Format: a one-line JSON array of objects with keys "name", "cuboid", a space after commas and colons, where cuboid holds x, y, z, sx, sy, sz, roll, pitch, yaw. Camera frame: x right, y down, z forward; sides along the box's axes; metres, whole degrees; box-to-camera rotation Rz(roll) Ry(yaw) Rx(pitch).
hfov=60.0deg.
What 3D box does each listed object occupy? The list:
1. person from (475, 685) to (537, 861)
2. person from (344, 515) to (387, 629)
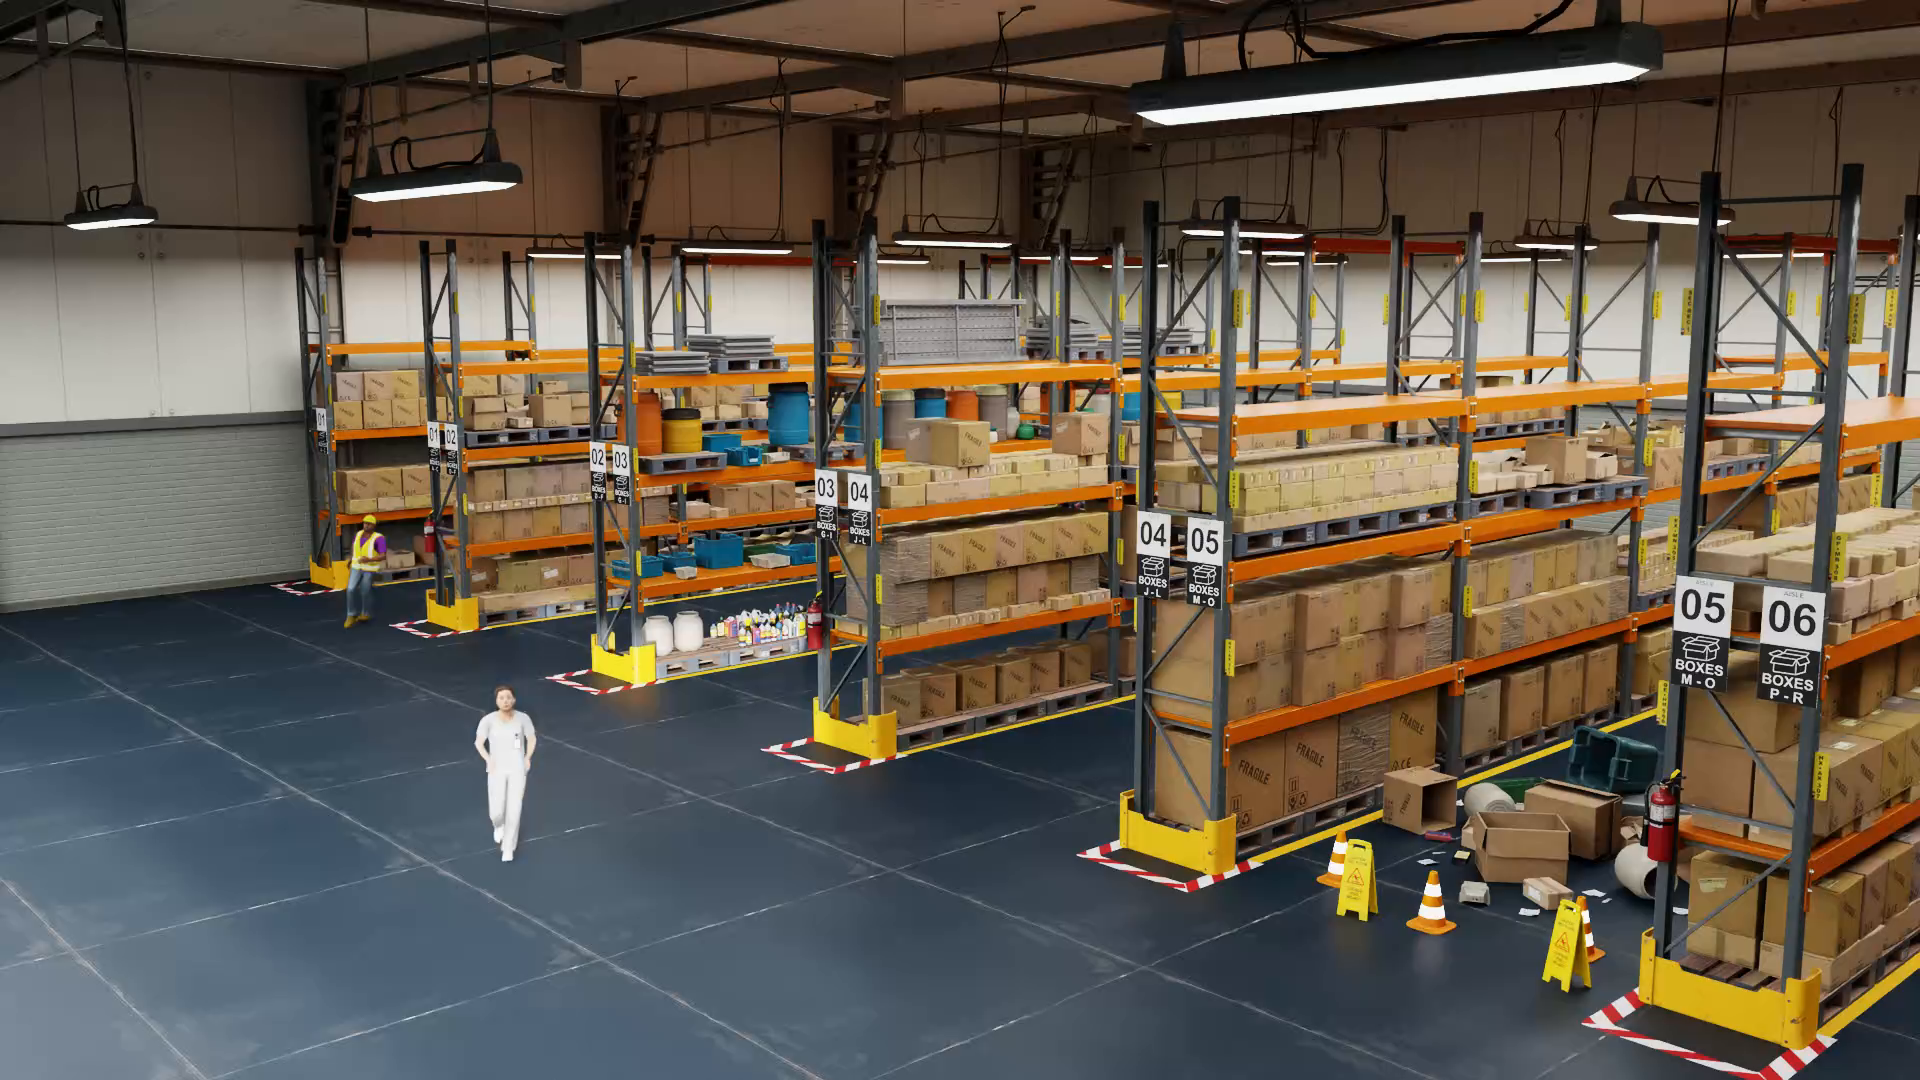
[{"name": "person", "cuboid": [-4.179, 2.123, 15.361, 0.549, 1.624, 0.558, -3, 9, -18]}, {"name": "person", "cuboid": [-9.338, 0.472, 26.130, 0.712, 1.745, 0.724, 0, 8, 3]}]
